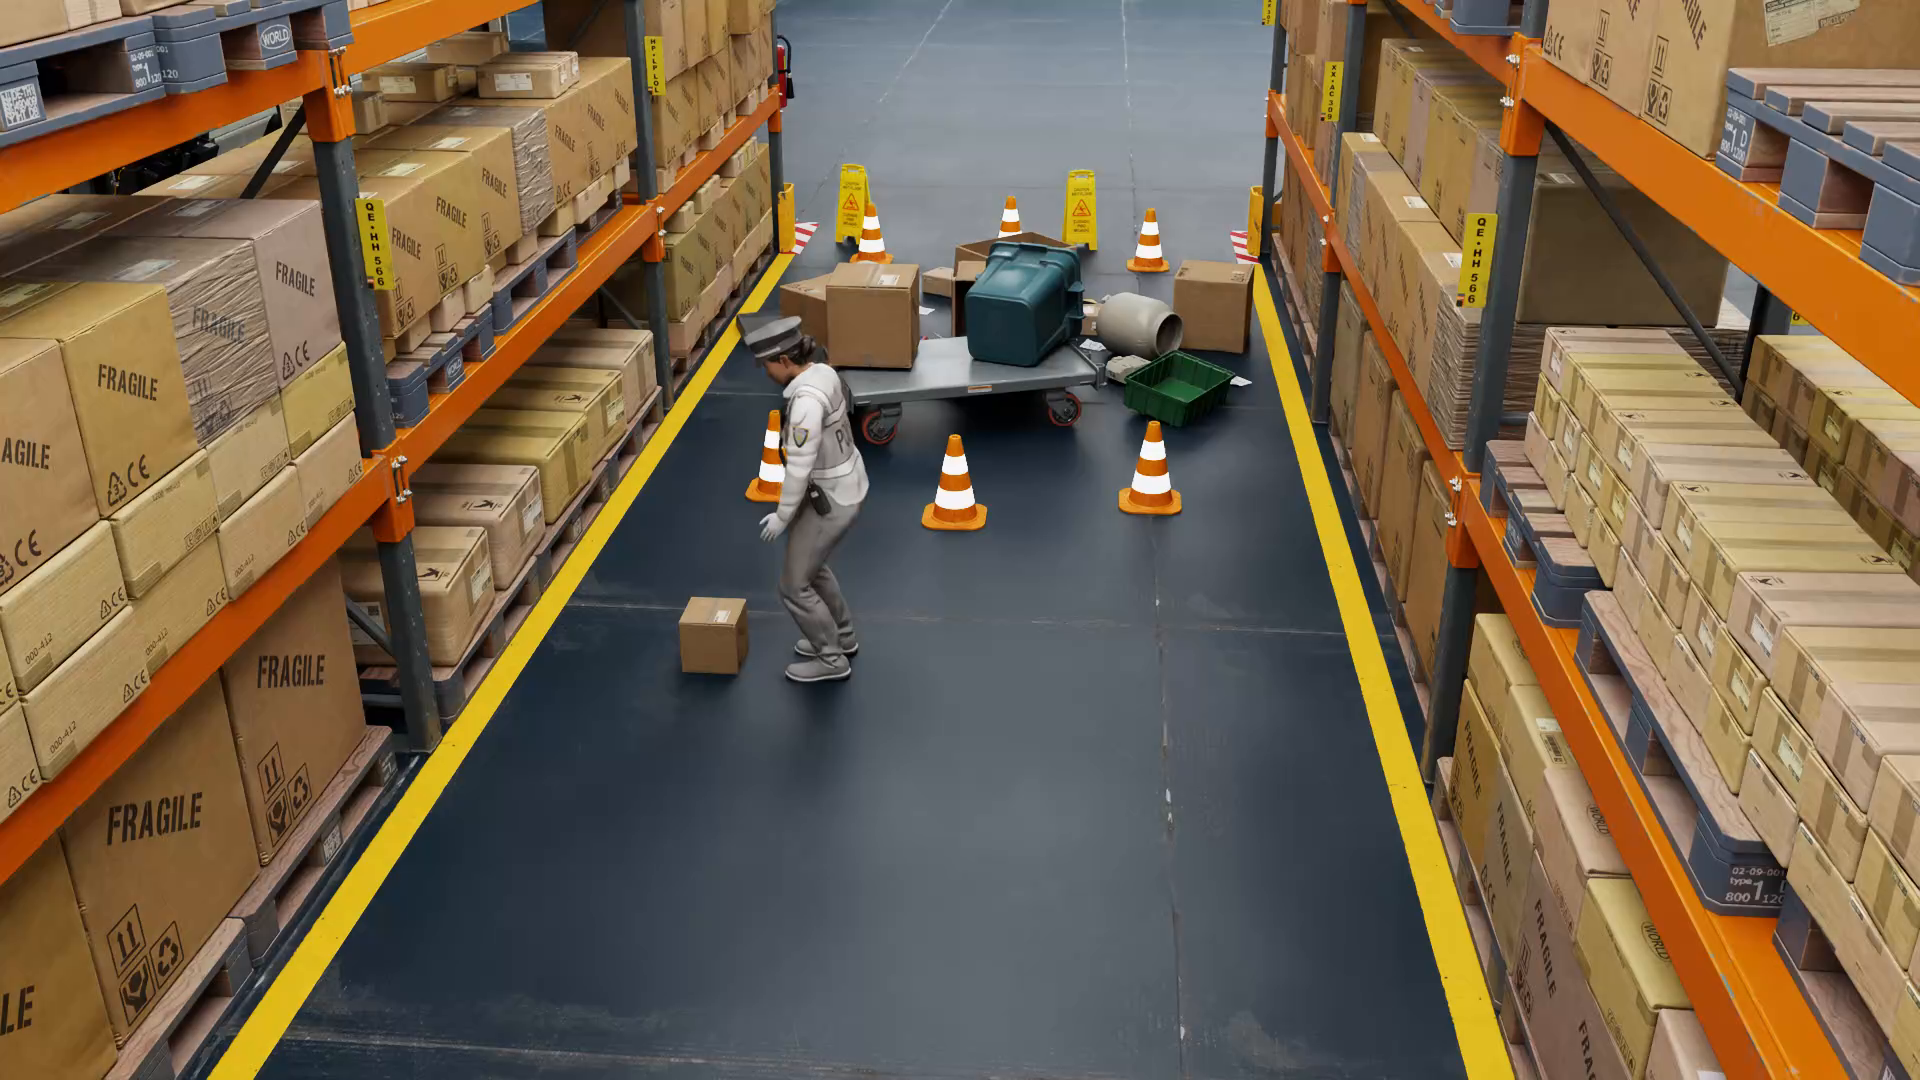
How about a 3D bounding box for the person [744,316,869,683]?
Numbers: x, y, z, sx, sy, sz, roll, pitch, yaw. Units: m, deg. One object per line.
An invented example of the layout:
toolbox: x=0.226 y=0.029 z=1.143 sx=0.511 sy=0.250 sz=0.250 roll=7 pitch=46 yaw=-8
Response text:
person: x=-0.635 y=-0.158 z=7.037 sx=0.485 sy=1.604 sz=0.508 roll=2 pitch=25 yaw=5
